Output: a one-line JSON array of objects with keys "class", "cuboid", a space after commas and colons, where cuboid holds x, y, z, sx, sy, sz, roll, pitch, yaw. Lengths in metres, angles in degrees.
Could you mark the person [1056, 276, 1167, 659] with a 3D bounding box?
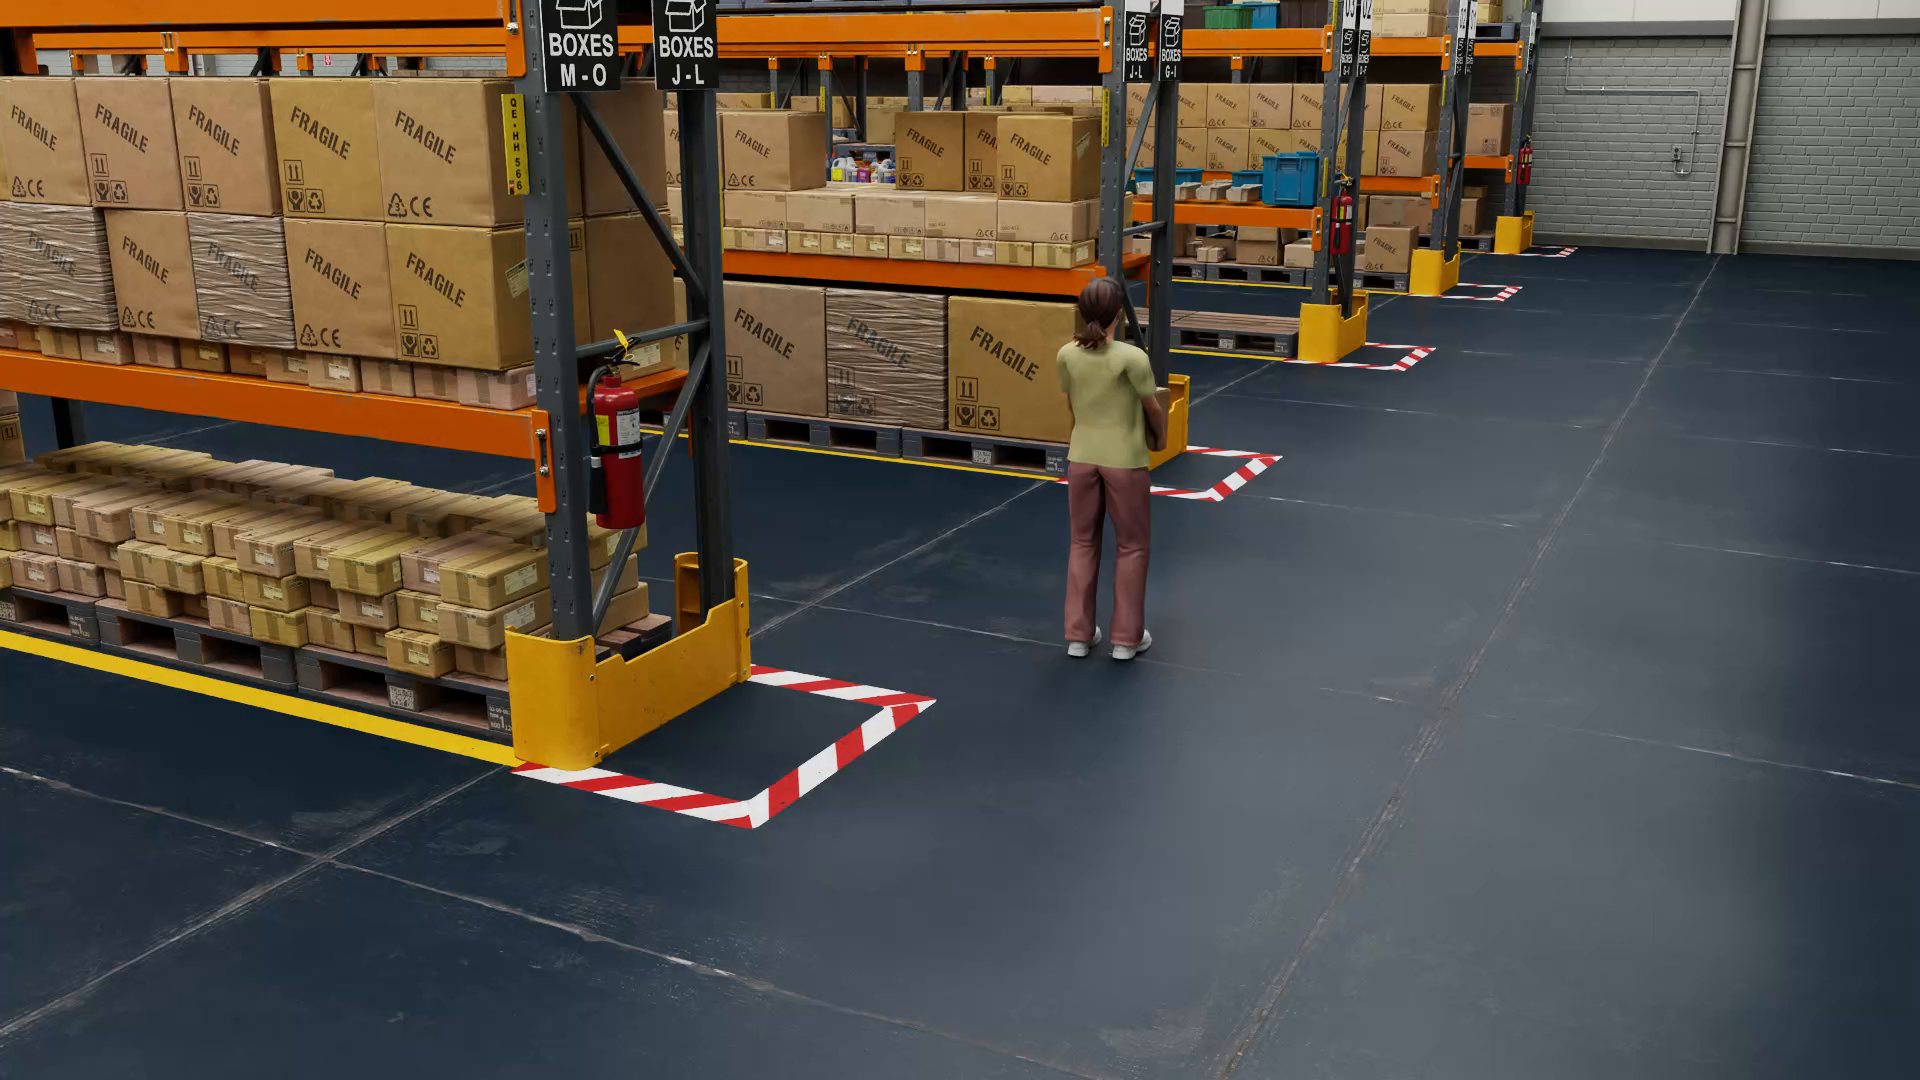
[{"class": "person", "cuboid": [0.652, -0.313, 7.152, 0.428, 1.662, 0.552, 8, 18, 26]}]
